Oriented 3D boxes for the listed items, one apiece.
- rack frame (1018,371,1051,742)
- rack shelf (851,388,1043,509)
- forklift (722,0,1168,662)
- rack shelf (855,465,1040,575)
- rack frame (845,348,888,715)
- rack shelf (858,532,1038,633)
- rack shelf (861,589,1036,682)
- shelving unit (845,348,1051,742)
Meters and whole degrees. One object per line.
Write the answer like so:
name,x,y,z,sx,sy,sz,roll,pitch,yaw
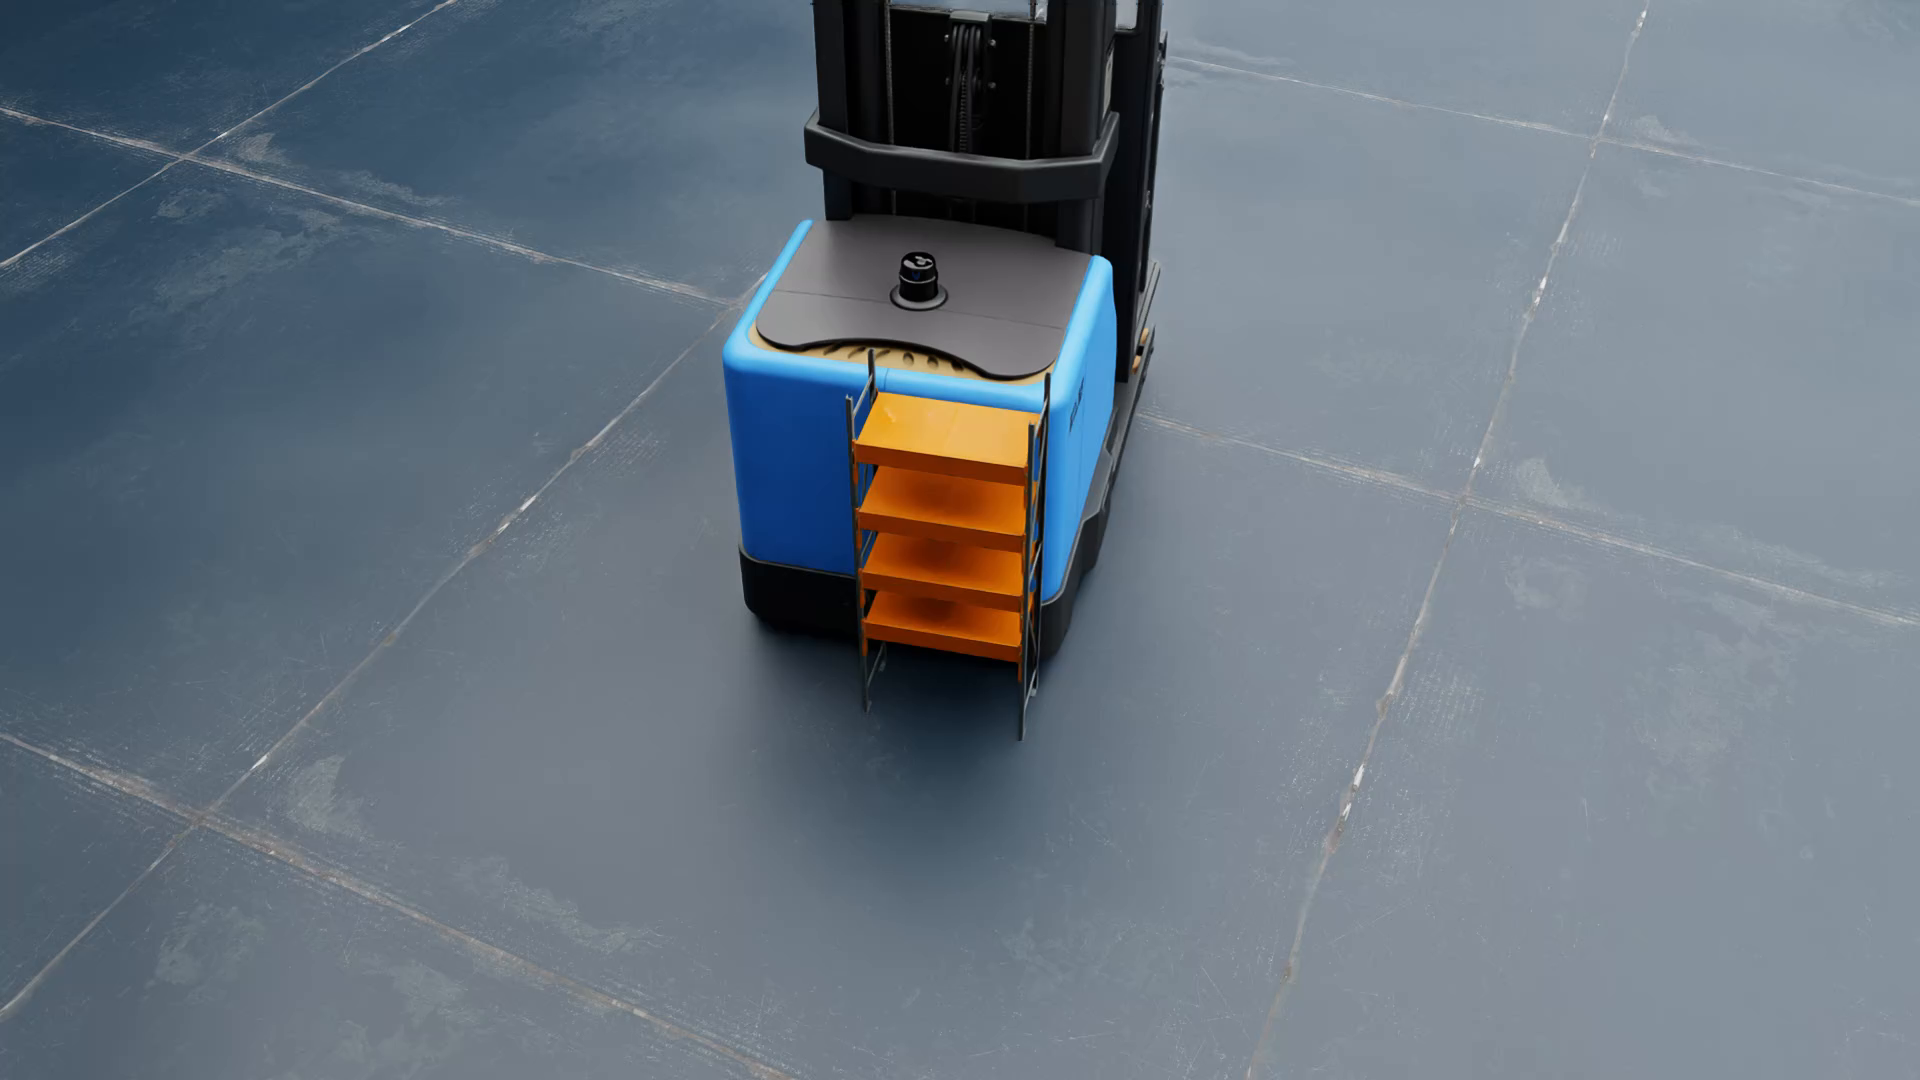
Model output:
rack frame,0.210,0.081,4.740,0.015,1.200,0.240,9,42,10
rack shelf,-0.028,-0.252,4.525,0.480,0.148,0.258,9,42,10
forklift,0.143,-1.700,5.474,1.130,2.935,3.031,9,42,10
rack shelf,-0.028,-0.073,4.680,0.480,0.148,0.258,9,42,10
rack frame,-0.266,0.009,4.824,0.015,1.200,0.240,9,42,10
rack shelf,-0.028,0.096,4.826,0.480,0.148,0.258,9,42,10
rack shelf,-0.028,0.246,4.956,0.480,0.148,0.258,9,42,10
shelving unit,-0.028,0.045,4.782,0.503,1.200,0.258,9,42,10
